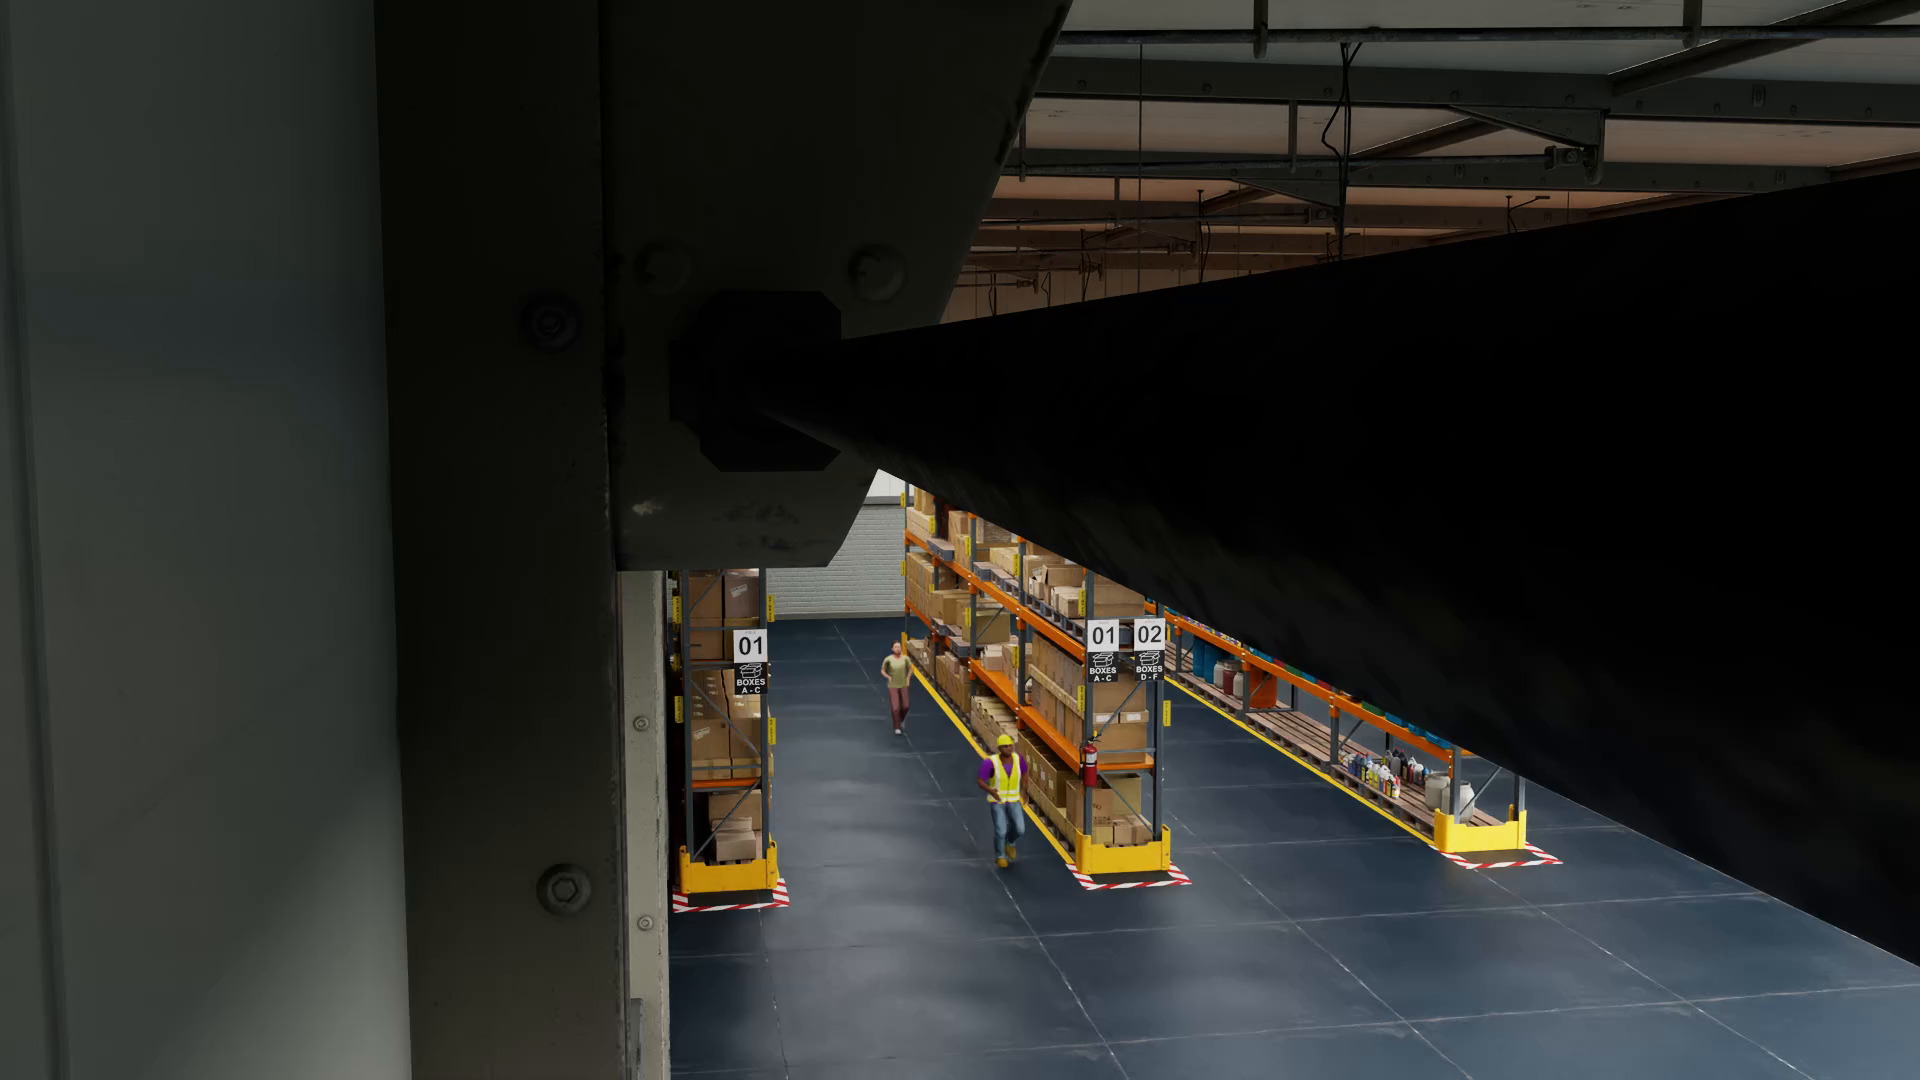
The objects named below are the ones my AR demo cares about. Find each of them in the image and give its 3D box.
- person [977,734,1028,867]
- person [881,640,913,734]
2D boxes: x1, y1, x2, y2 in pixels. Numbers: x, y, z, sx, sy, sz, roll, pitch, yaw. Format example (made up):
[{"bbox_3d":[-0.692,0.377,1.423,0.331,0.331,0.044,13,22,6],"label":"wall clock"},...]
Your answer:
[{"bbox_3d":[0.584,3.300,20.998,0.720,1.716,0.596,-2,6,-17],"label":"person"},{"bbox_3d":[-1.076,2.541,28.735,0.576,1.622,0.555,-1,6,-10],"label":"person"}]
